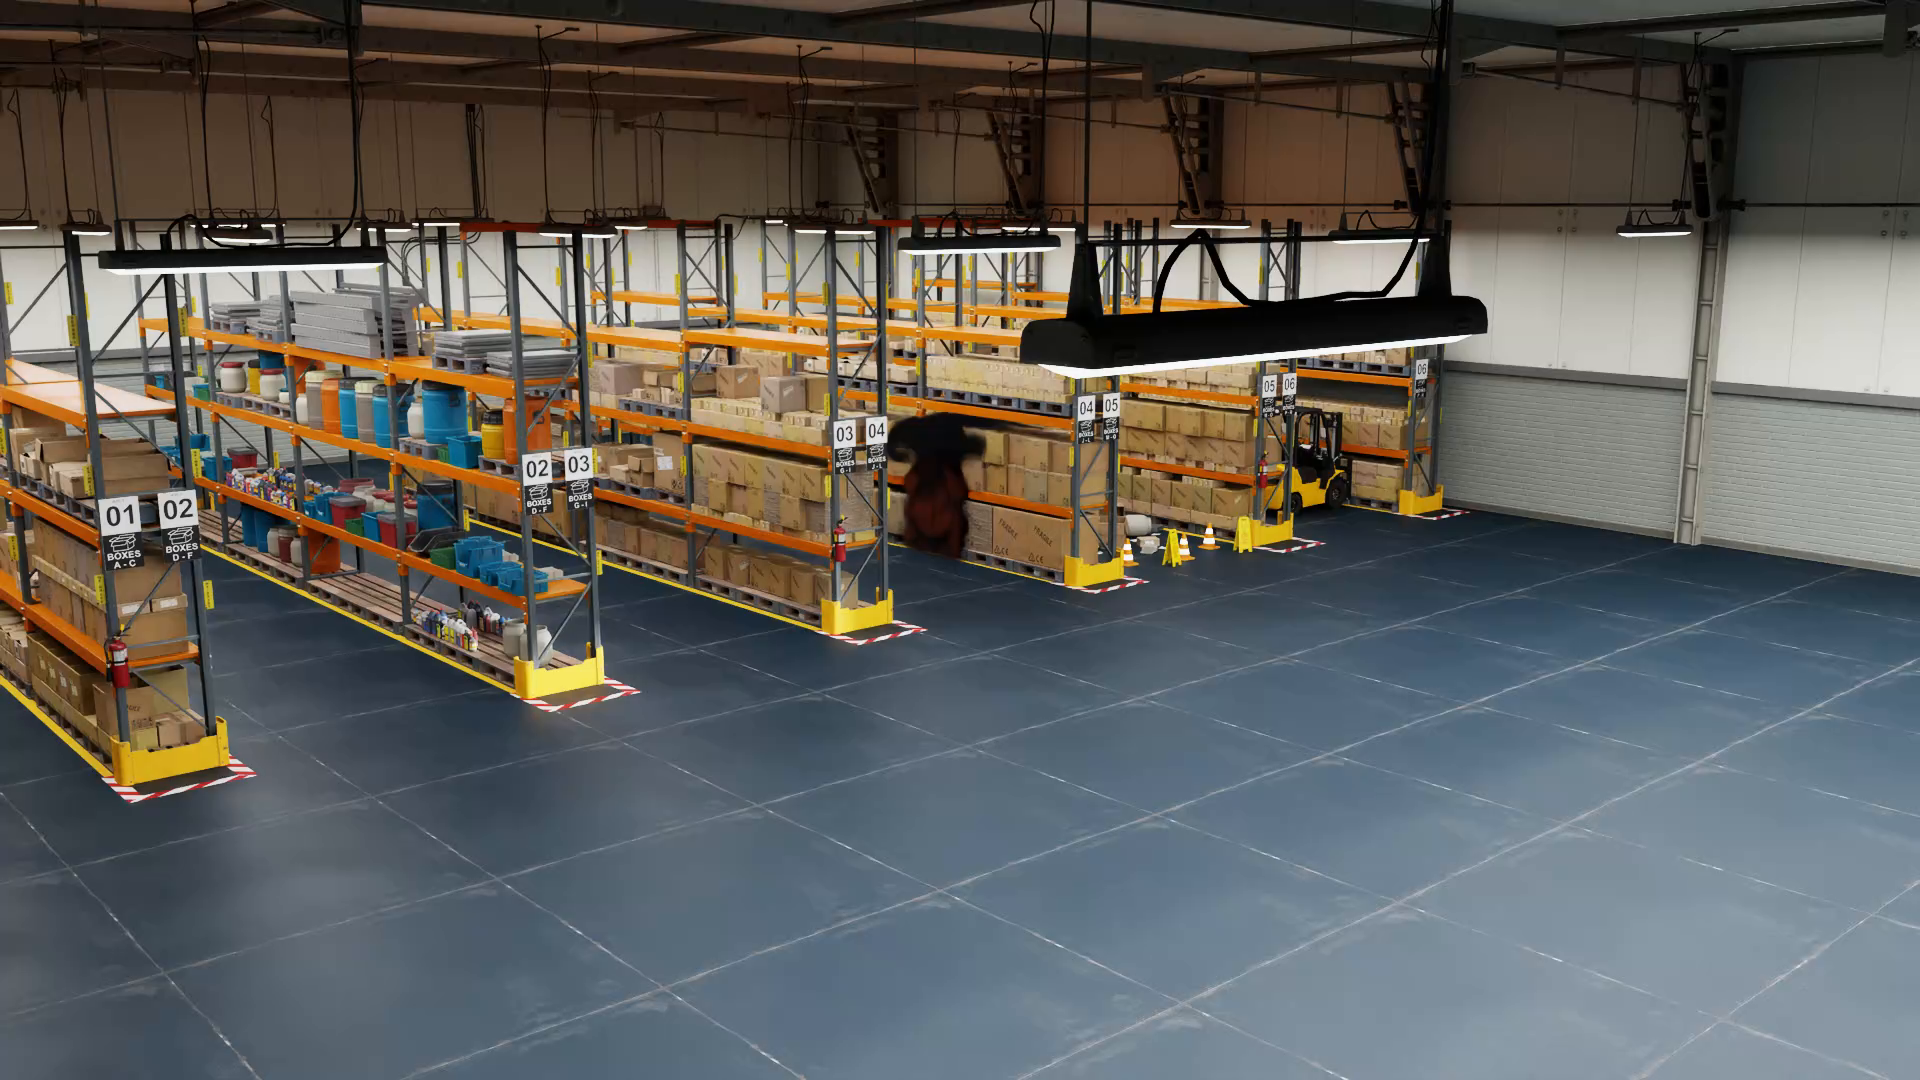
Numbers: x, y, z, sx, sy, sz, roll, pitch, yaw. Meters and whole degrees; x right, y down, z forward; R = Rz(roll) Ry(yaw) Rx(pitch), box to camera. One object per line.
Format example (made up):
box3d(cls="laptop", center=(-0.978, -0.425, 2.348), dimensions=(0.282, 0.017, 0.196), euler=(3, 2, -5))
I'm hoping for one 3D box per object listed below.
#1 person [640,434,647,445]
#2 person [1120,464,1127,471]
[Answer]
box3d(cls="person", center=(-7.856, -2.991, 42.156), dimensions=(0.696, 1.814, 0.831), euler=(7, 14, 32))
box3d(cls="person", center=(3.695, -1.778, 36.400), dimensions=(0.977, 1.693, 0.650), euler=(11, 16, 43))
